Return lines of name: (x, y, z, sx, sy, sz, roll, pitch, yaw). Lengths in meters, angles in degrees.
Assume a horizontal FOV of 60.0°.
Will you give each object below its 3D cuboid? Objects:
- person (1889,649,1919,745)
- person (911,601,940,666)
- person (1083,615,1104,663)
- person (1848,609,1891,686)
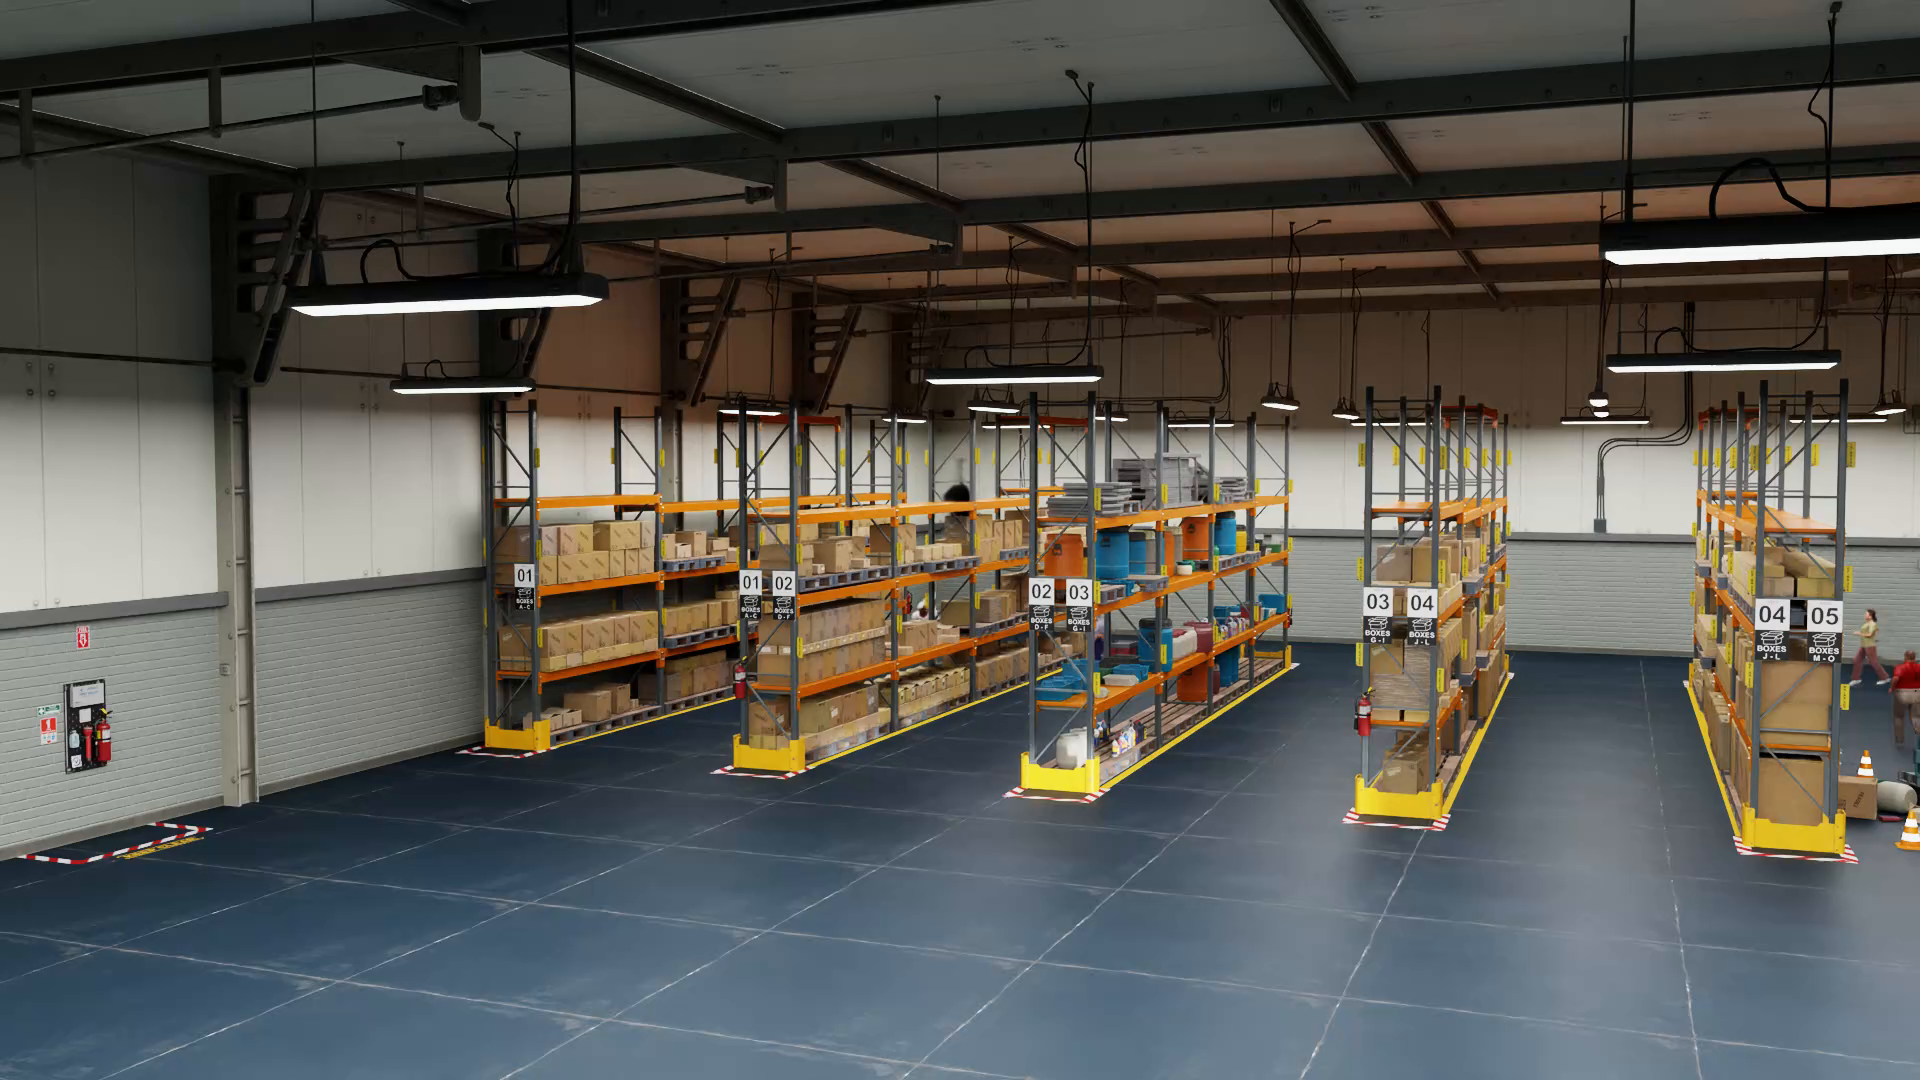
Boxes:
person: (16.340, 2.727, 28.634, 0.660, 1.695, 0.926, 1, 3, 13)
person: (-0.811, 2.244, 39.647, 0.711, 1.617, 0.925, 0, 3, -4)
person: (3.001, 2.369, 37.241, 0.507, 1.666, 0.800, 1, 3, 11)
person: (19.831, 2.364, 36.256, 0.849, 1.710, 0.560, 1, 3, 14)
